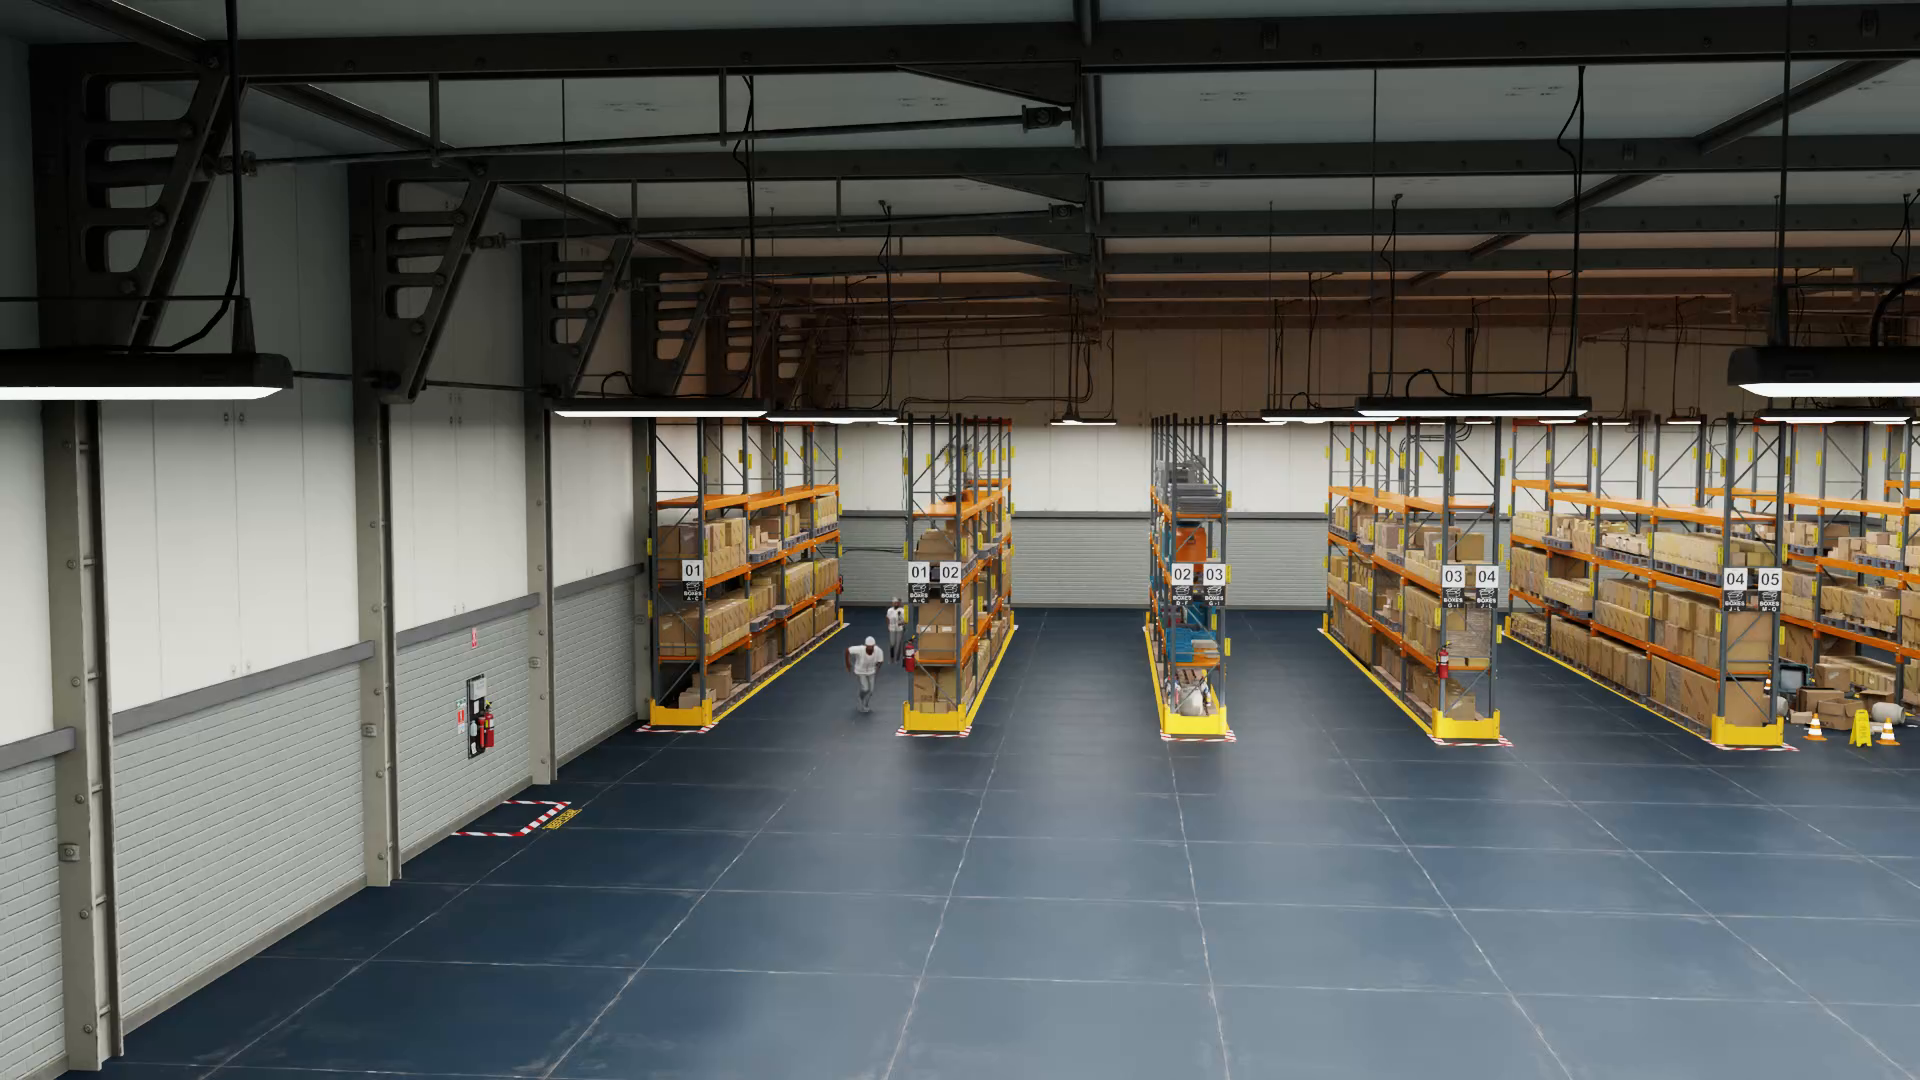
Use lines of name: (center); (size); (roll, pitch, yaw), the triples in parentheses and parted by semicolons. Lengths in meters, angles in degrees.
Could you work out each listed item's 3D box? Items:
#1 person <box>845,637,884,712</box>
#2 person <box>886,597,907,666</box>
person: (-1.911, 2.688, 33.215); (0.739, 1.579, 0.892); (-1, 4, -20)
person: (-1.531, 2.197, 39.944); (0.554, 1.679, 0.632); (0, 4, 5)
